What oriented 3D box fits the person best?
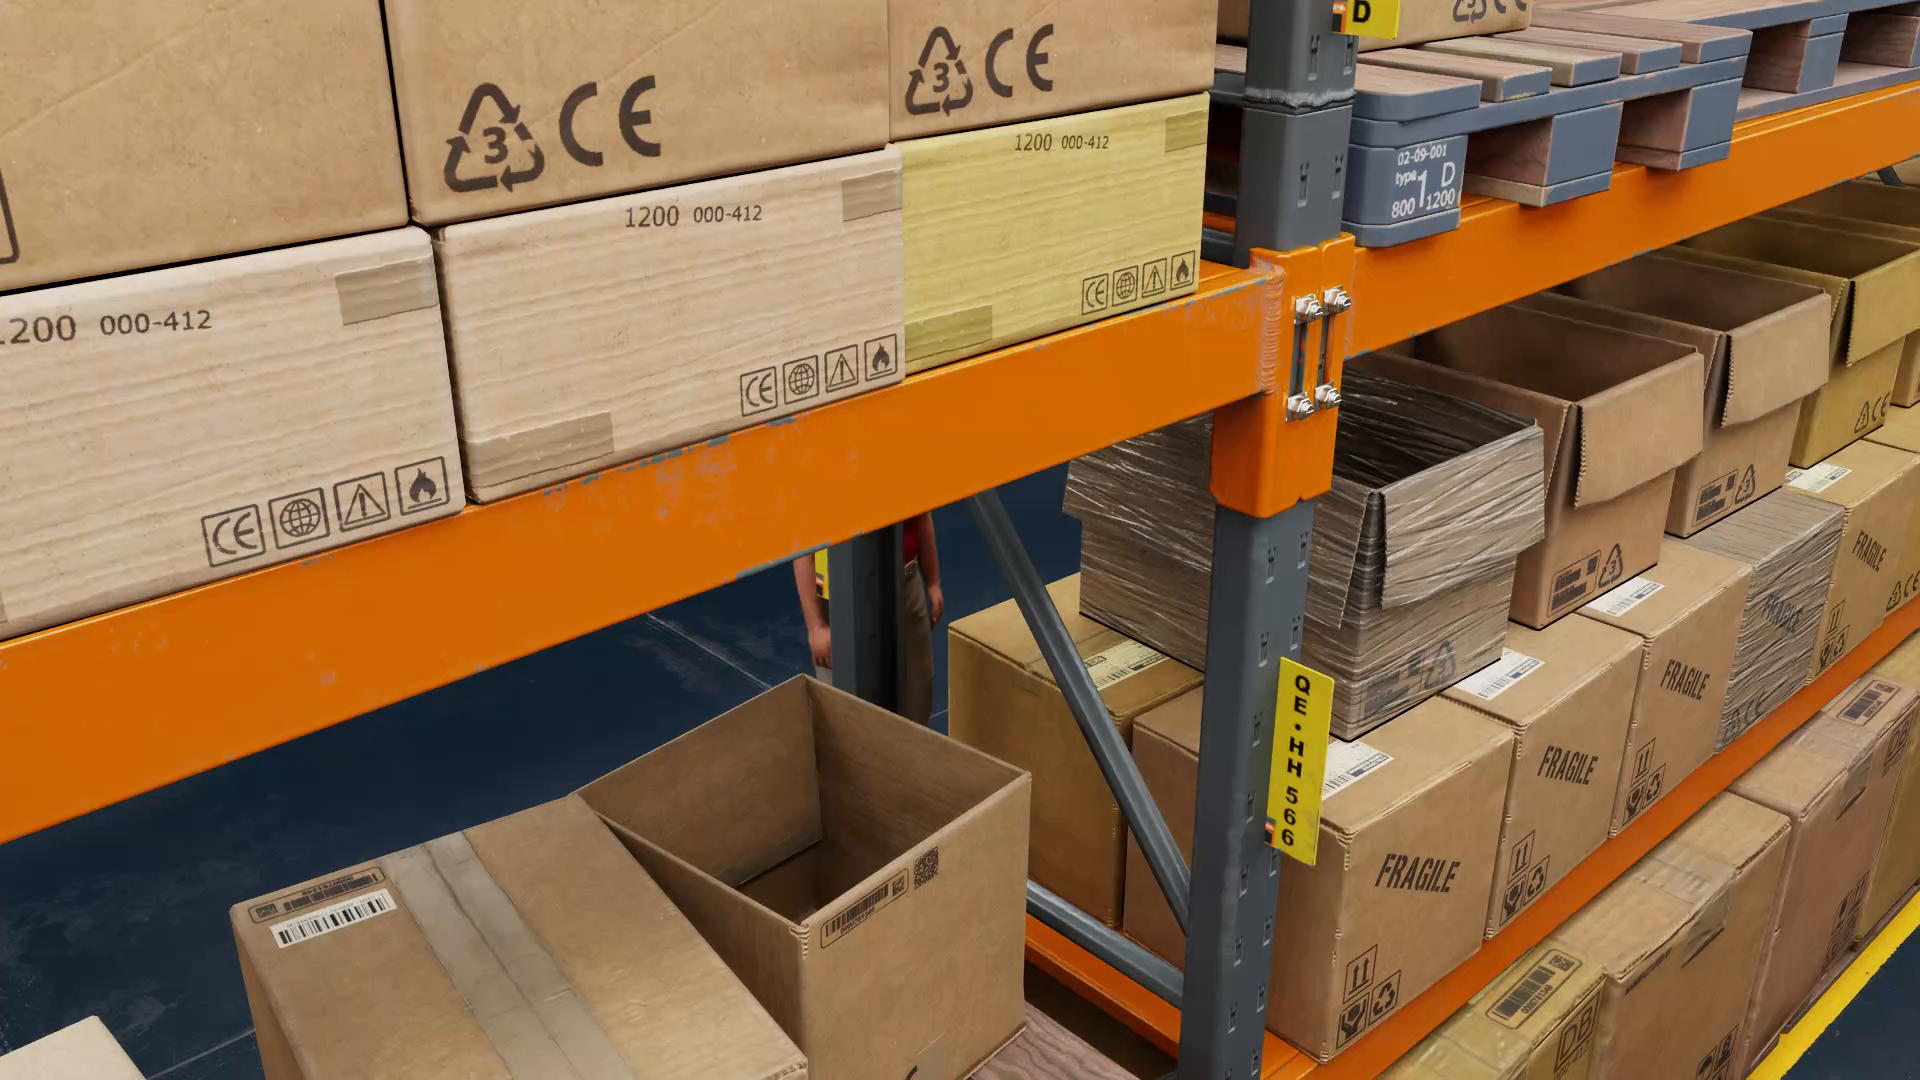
[{"bbox_3d":[-0.286,0.229,5.609,0.585,1.726,0.395,-21,32,-39],"label":"person"}]
